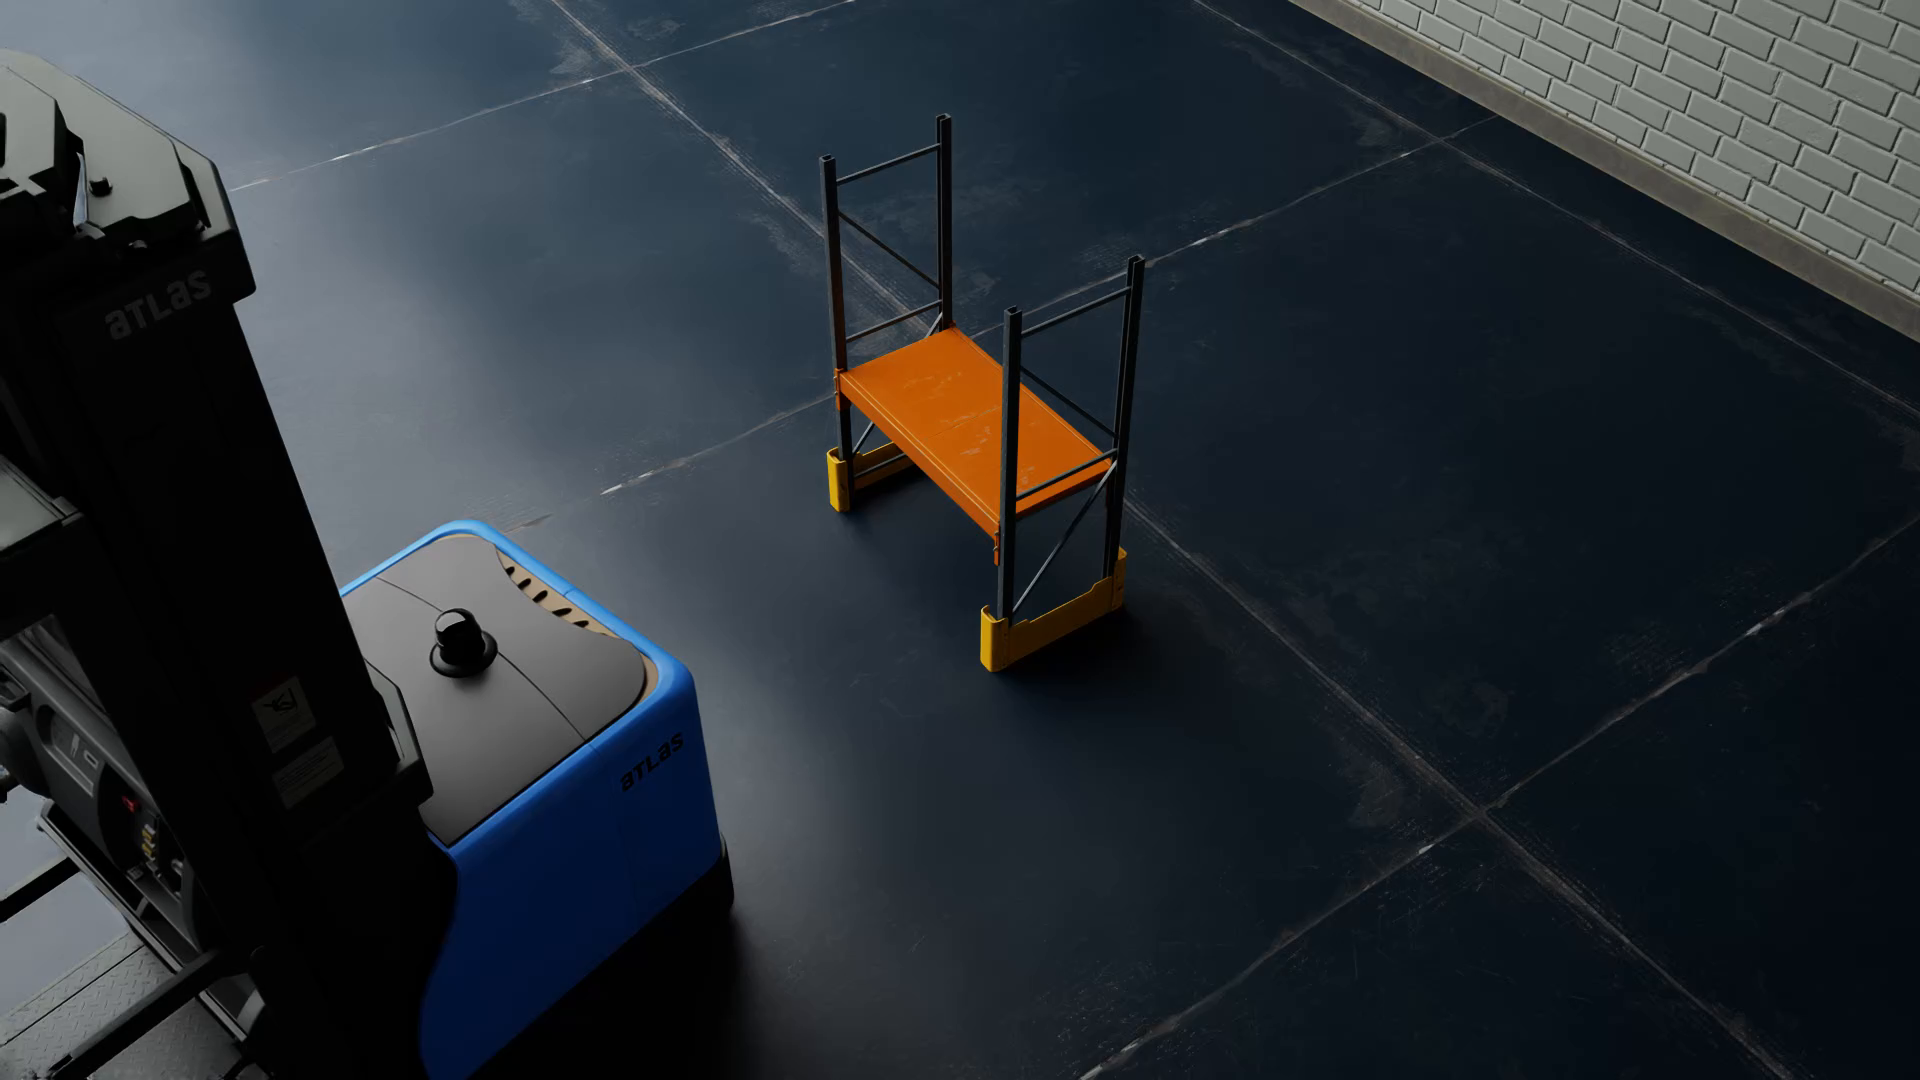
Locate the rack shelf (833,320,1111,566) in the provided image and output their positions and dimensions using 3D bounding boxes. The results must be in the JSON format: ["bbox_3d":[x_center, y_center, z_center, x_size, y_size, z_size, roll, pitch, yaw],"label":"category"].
[{"bbox_3d":[0.049,-0.364,5.806,0.538,0.185,1.000,-26,49,-24],"label":"rack shelf"}]

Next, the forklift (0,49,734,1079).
[{"bbox_3d":[-2.023,0.619,3.478,1.130,2.935,3.031,31,52,28],"label":"forklift"}]

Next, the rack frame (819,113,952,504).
[{"bbox_3d":[-0.242,-0.782,5.983,0.500,1.500,0.032,-26,49,-24],"label":"rack frame"}]

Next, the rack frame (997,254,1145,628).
[{"bbox_3d":[0.340,-0.206,5.380,0.500,1.500,0.032,-26,49,-24],"label":"rack frame"}]

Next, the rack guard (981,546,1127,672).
[{"bbox_3d":[0.329,0.235,5.823,0.587,0.250,0.087,-26,49,-24],"label":"rack guard"}]

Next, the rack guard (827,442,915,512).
[{"bbox_3d":[-0.241,-0.329,6.414,0.587,0.250,0.087,-26,49,-24],"label":"rack guard"}]

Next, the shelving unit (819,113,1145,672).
[{"bbox_3d":[0.044,-0.499,5.687,0.587,1.500,1.083,-26,49,-24],"label":"shelving unit"}]
